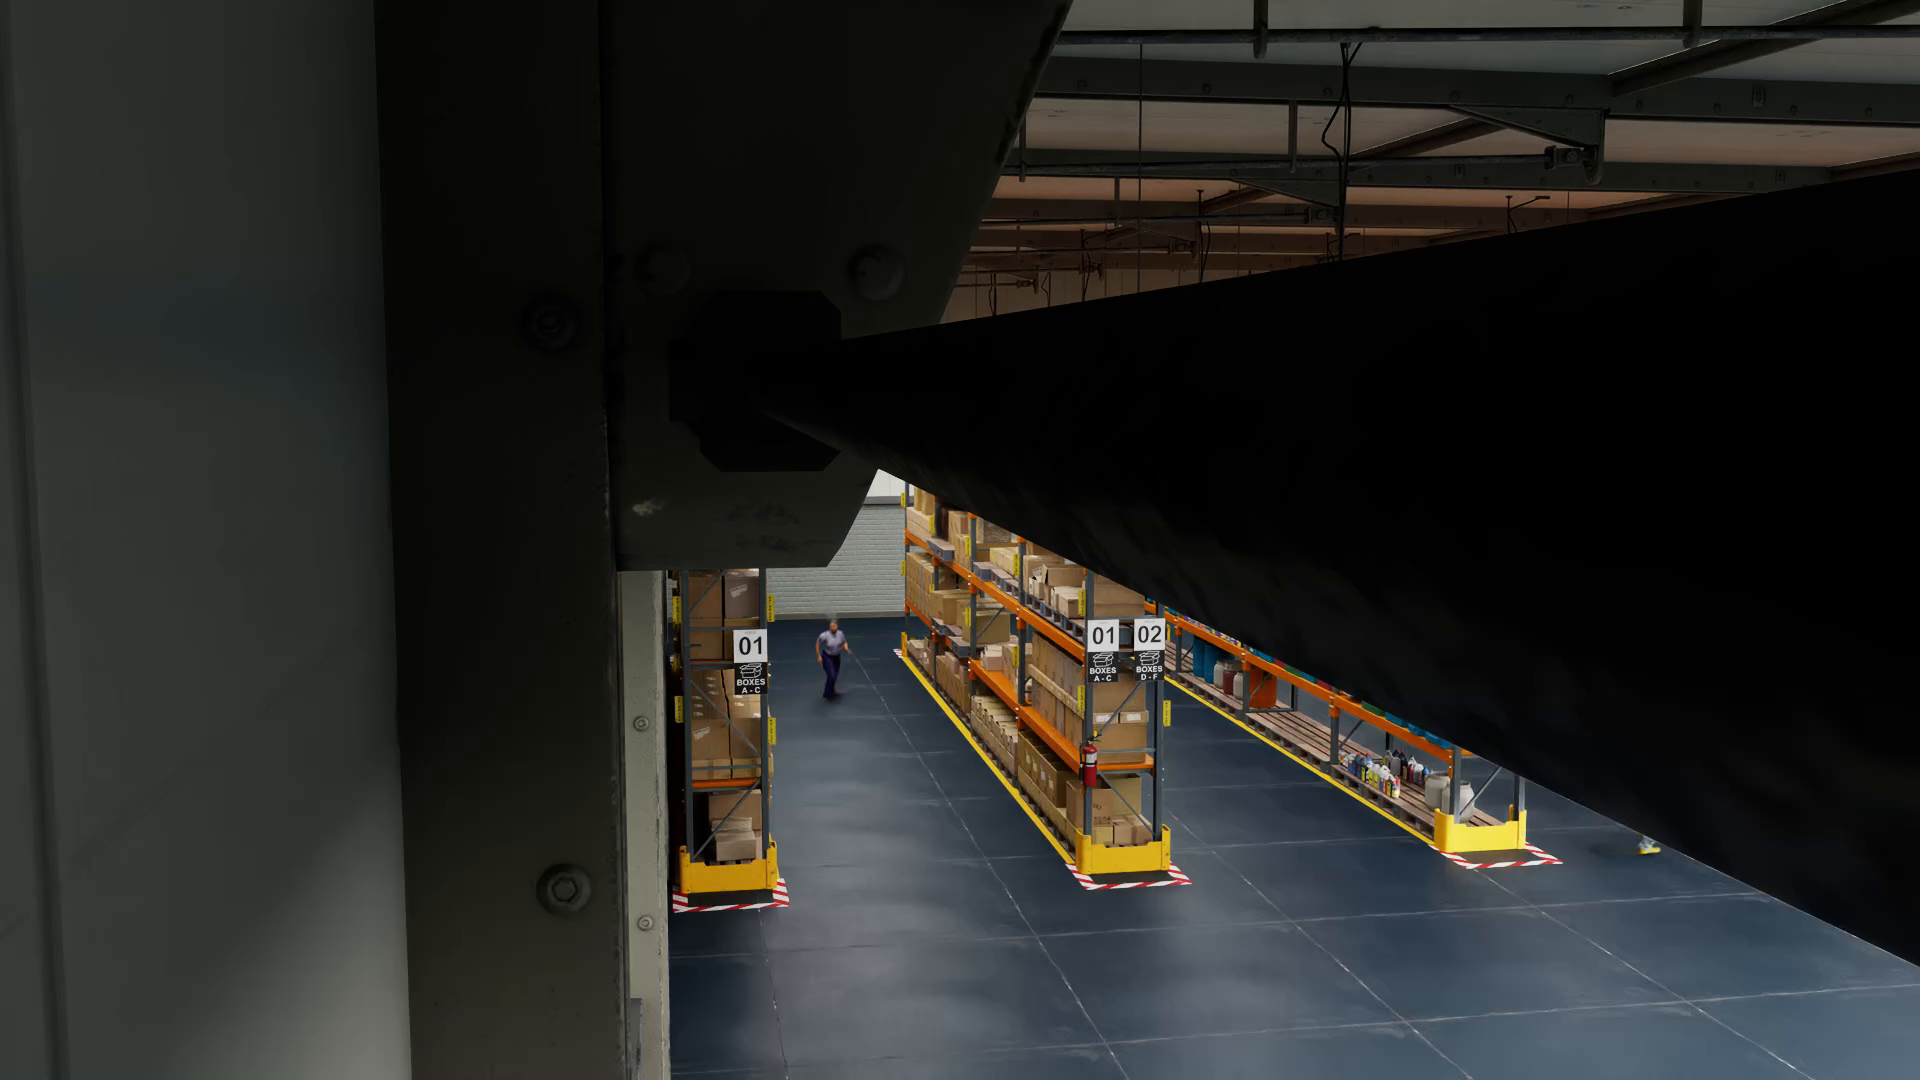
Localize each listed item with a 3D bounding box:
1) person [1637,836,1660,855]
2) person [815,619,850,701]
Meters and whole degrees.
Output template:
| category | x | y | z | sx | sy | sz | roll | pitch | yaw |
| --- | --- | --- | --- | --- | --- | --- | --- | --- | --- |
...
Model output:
| category | x | y | z | sx | sy | sz | roll | pitch | yaw |
| --- | --- | --- | --- | --- | --- | --- | --- | --- | --- |
| person | 9.264 | 3.252 | 21.697 | 0.893 | 1.657 | 0.711 | -1 | 6 | -10 |
| person | -2.400 | 2.298 | 31.767 | 0.815 | 1.624 | 0.635 | 5 | 8 | 42 |
